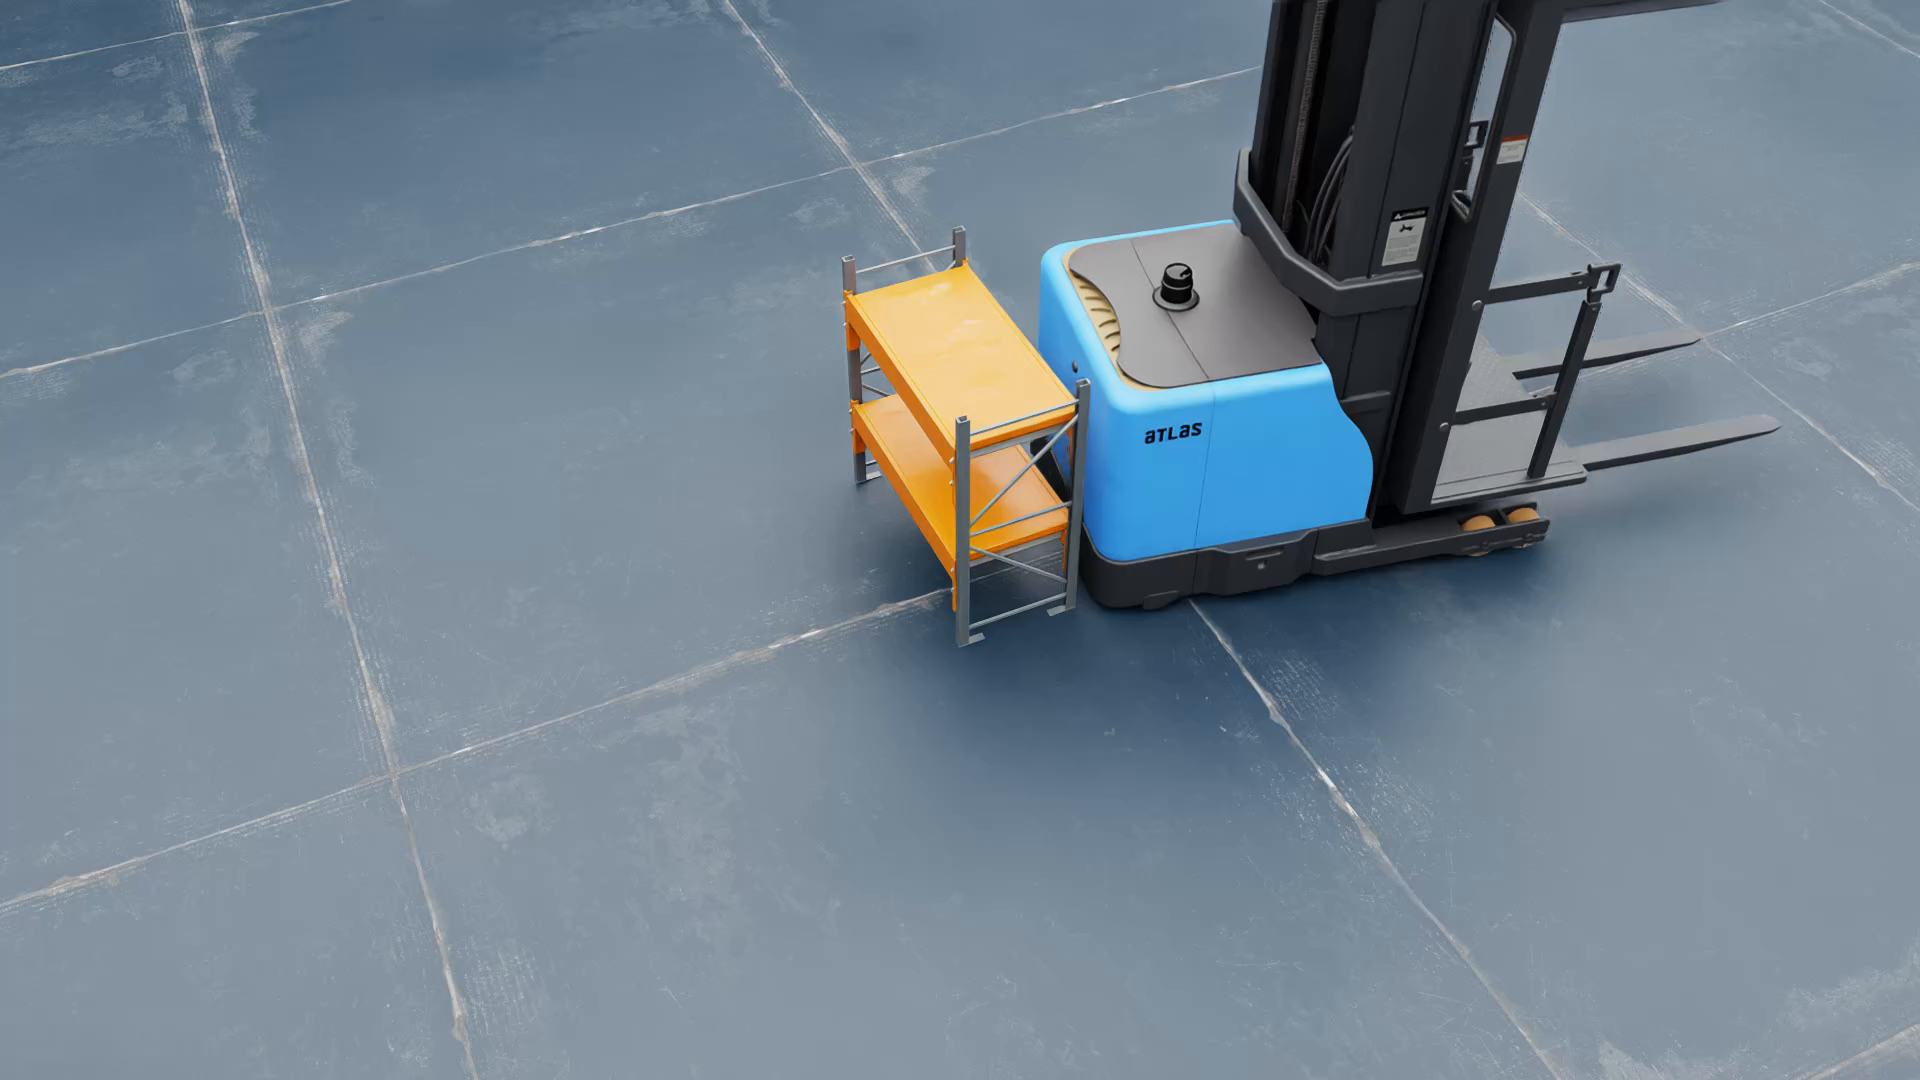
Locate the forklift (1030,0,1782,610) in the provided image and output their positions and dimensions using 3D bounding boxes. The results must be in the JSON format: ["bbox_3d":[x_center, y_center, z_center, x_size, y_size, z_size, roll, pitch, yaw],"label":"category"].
[{"bbox_3d":[1.870,-1.330,6.011,3.031,2.935,1.130,-10,45,-10],"label":"forklift"}]

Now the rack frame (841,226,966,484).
[{"bbox_3d":[-0.211,-0.720,6.679,0.500,1.125,0.032,-18,47,-17],"label":"rack frame"}]

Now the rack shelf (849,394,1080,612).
[{"bbox_3d":[0.003,-0.222,6.522,0.538,0.278,1.000,-18,47,-17],"label":"rack shelf"}]

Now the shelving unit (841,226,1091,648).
[{"bbox_3d":[0.003,-0.396,6.351,0.538,1.125,1.048,-18,47,-17],"label":"shelving unit"}]

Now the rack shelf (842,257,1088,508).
[{"bbox_3d":[0.003,-0.604,6.145,0.538,0.278,1.000,-18,47,-17],"label":"rack shelf"}]

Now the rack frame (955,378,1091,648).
[{"bbox_3d":[0.217,-0.072,6.022,0.500,1.125,0.032,-18,47,-17],"label":"rack frame"}]
